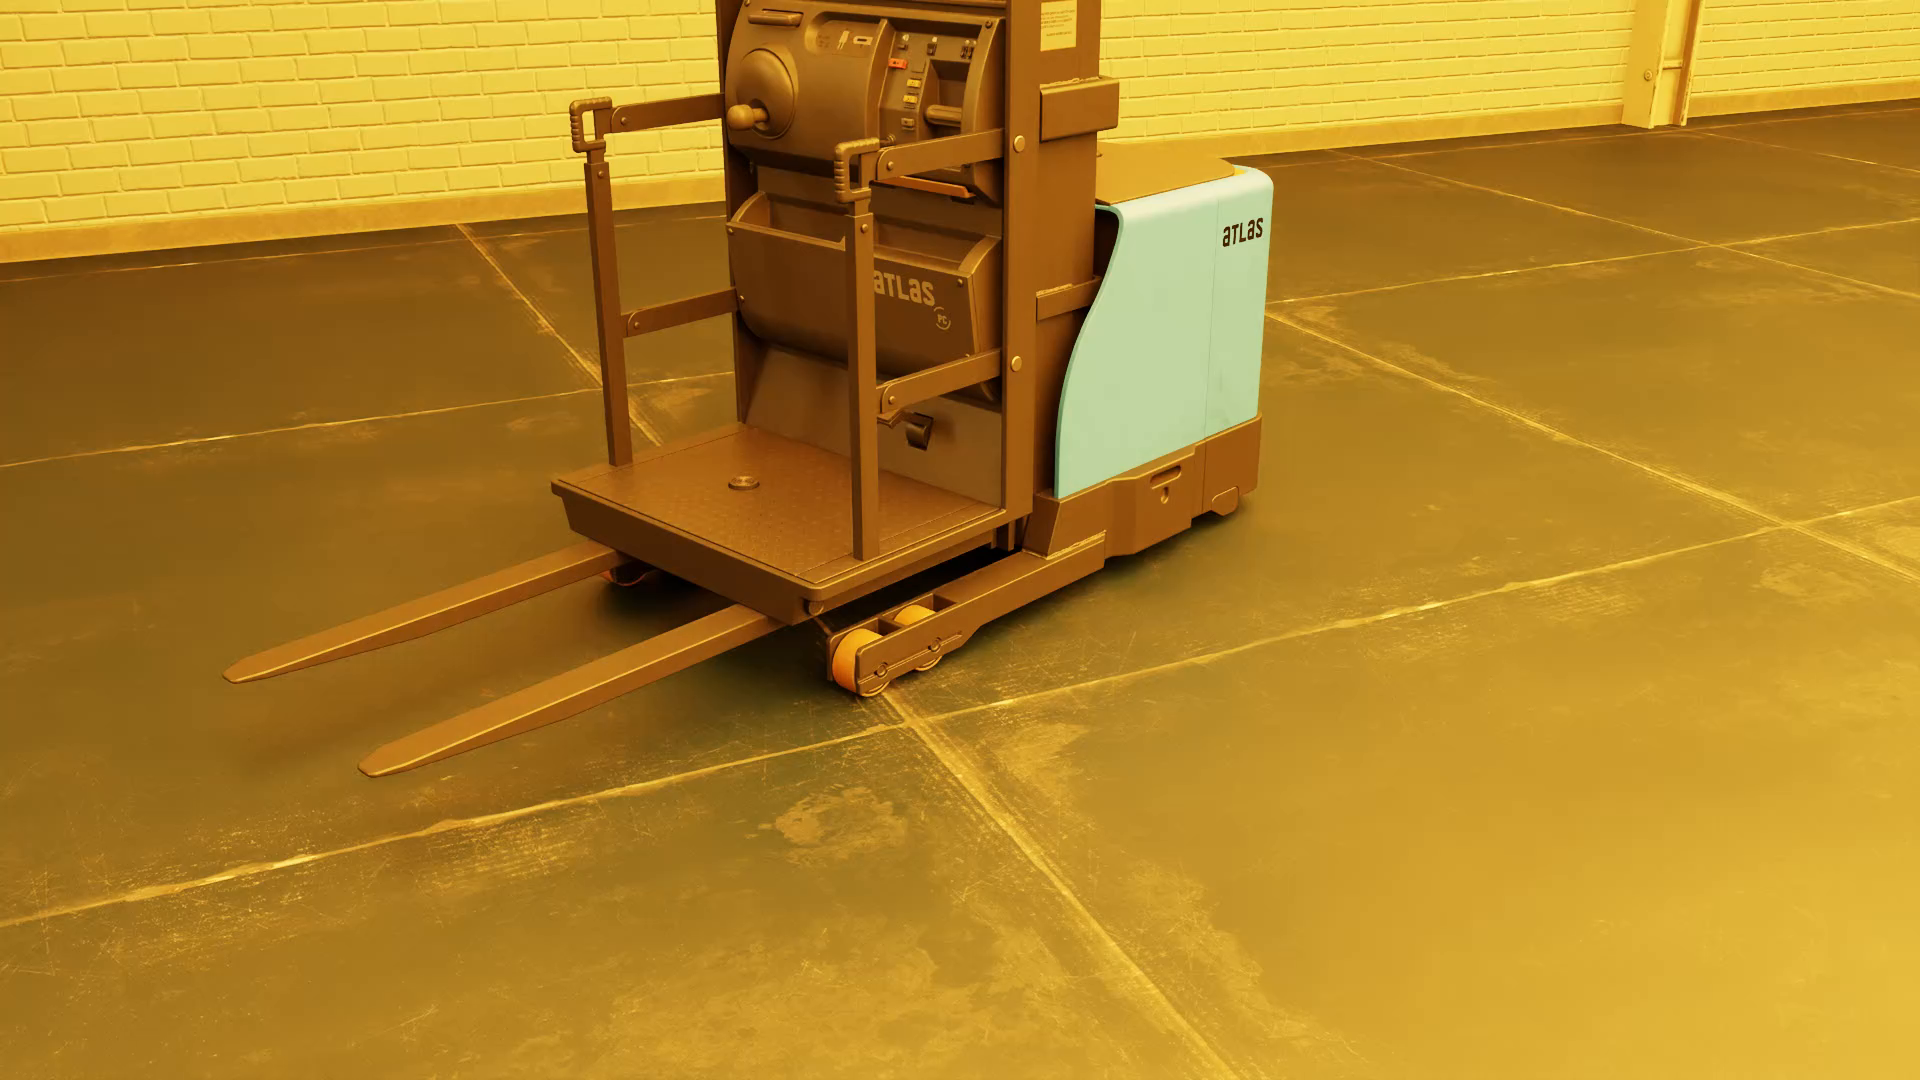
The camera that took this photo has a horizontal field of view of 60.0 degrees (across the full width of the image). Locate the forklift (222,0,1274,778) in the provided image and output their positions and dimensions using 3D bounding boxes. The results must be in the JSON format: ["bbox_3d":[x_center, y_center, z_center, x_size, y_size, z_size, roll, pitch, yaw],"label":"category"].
[{"bbox_3d":[-0.413,-1.182,4.131,1.130,2.935,3.031,19,29,39],"label":"forklift"}]
